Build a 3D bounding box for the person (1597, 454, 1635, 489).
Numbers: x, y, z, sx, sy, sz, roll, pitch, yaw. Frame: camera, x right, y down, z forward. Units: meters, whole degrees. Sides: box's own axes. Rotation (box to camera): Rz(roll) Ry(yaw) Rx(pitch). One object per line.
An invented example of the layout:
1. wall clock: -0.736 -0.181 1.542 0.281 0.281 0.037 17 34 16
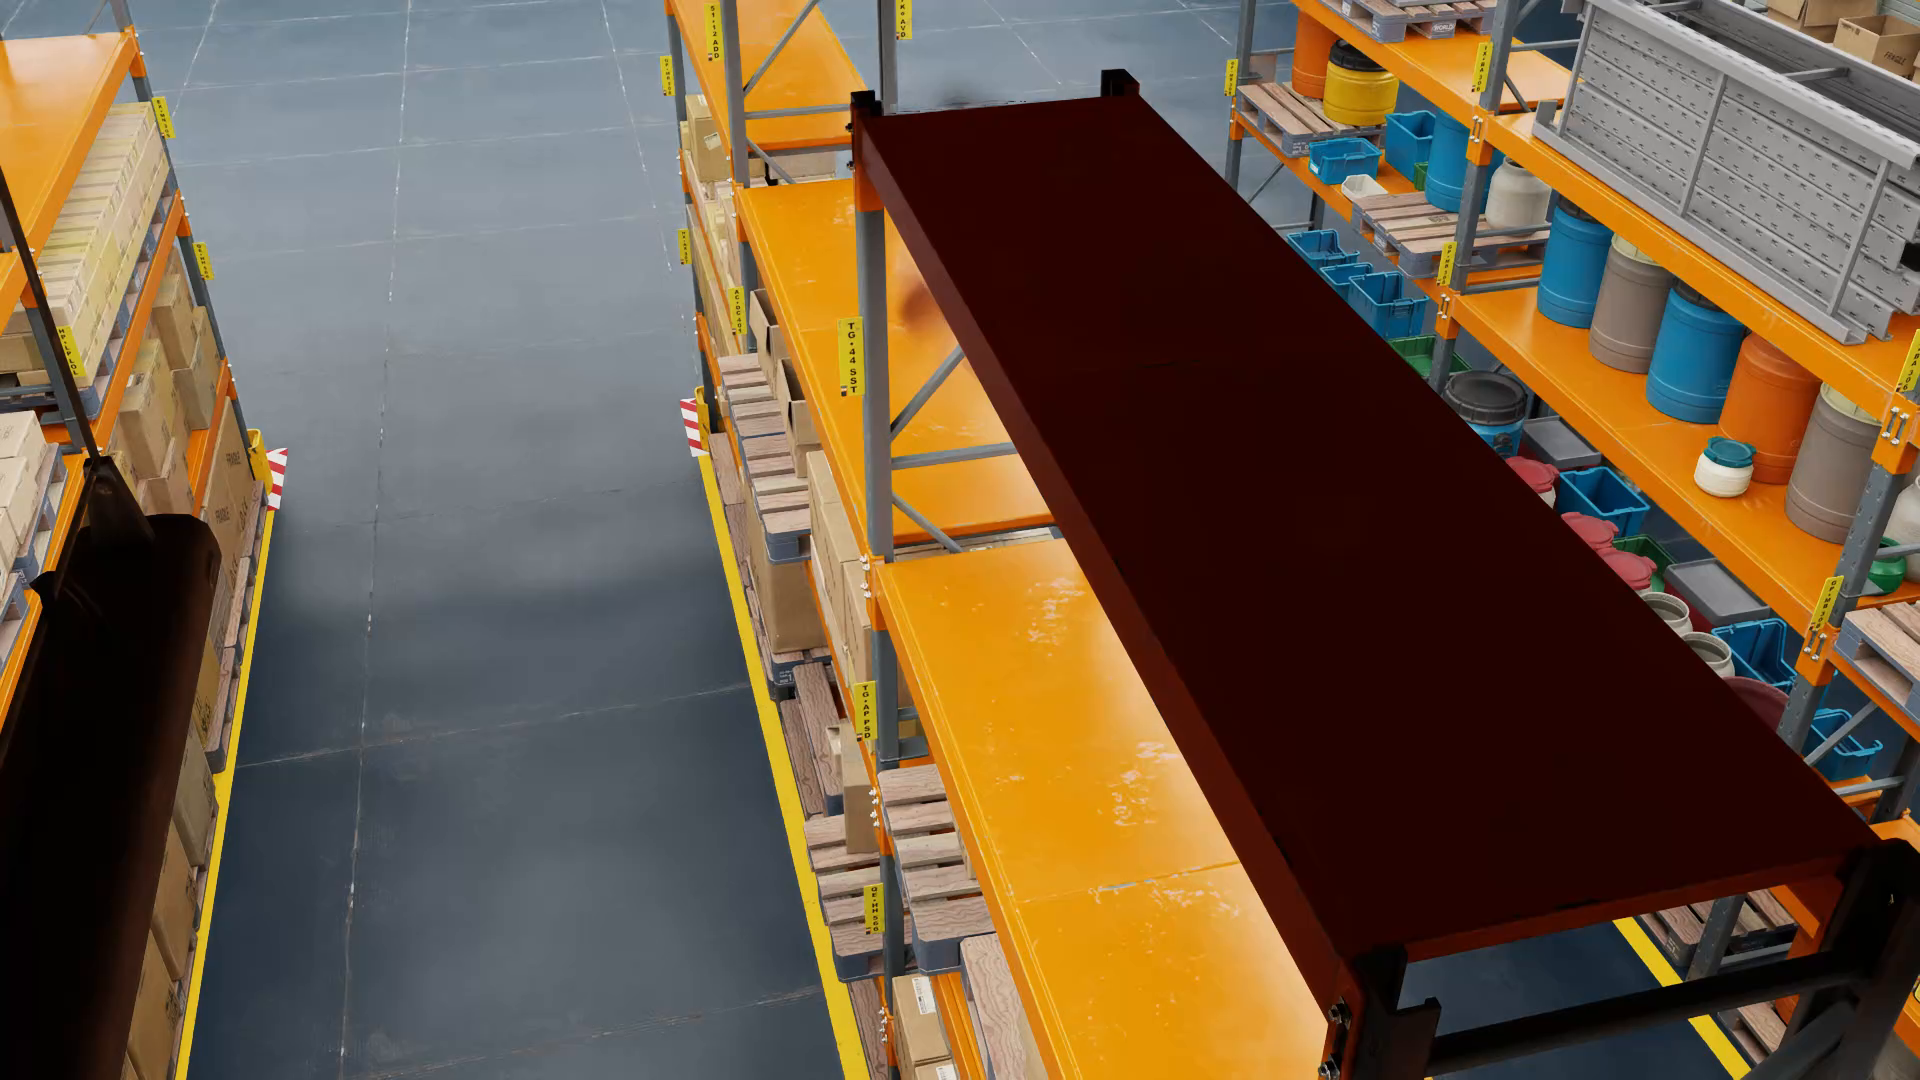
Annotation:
1. person: 5.464 -1.004 14.160 0.735 1.595 0.871 -21 40 -28
